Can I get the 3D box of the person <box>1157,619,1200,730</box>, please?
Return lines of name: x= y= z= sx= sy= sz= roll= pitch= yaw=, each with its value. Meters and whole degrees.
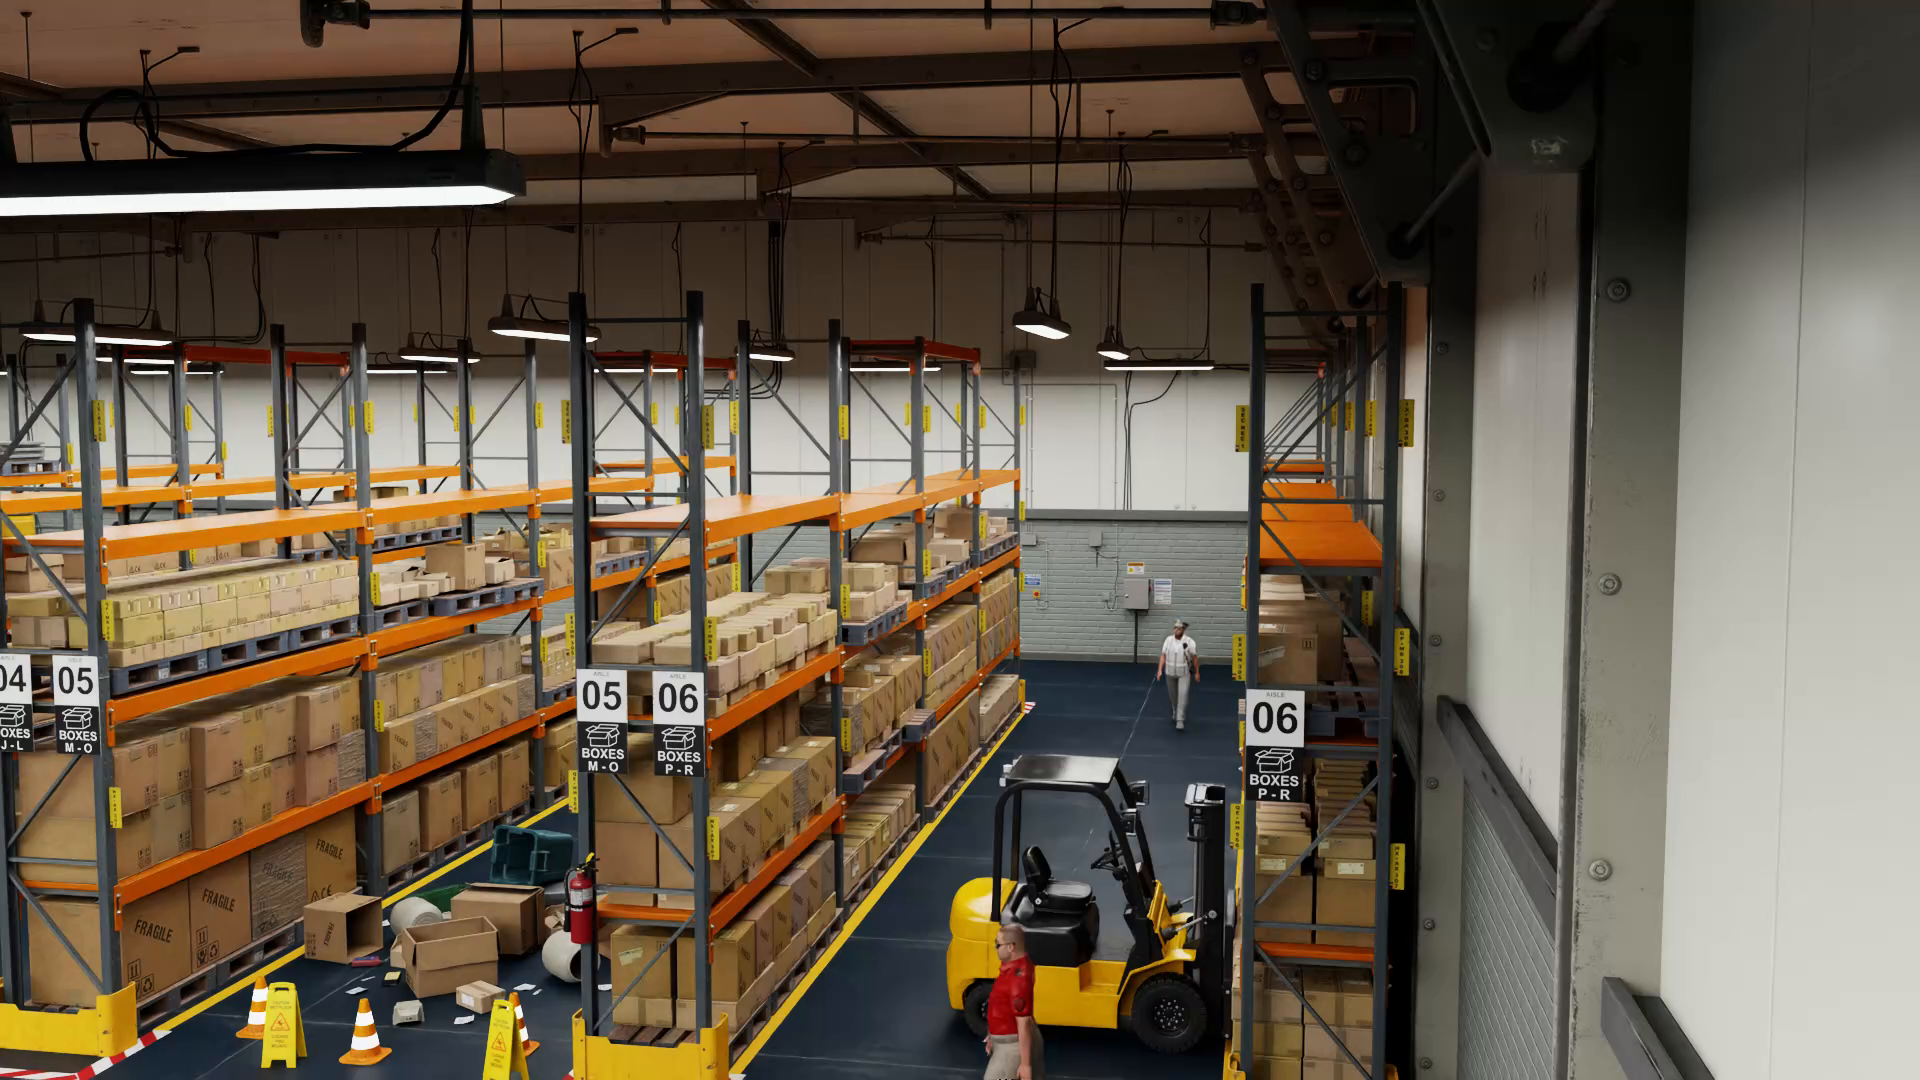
person: x=3.525 y=2.125 z=26.820 sx=0.628 sy=1.710 sz=1.085 roll=2 pitch=5 yaw=20

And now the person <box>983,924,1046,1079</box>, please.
person: x=0.341 y=3.422 z=11.196 sx=0.882 sy=1.704 sz=0.543 roll=1 pitch=5 yaw=13
